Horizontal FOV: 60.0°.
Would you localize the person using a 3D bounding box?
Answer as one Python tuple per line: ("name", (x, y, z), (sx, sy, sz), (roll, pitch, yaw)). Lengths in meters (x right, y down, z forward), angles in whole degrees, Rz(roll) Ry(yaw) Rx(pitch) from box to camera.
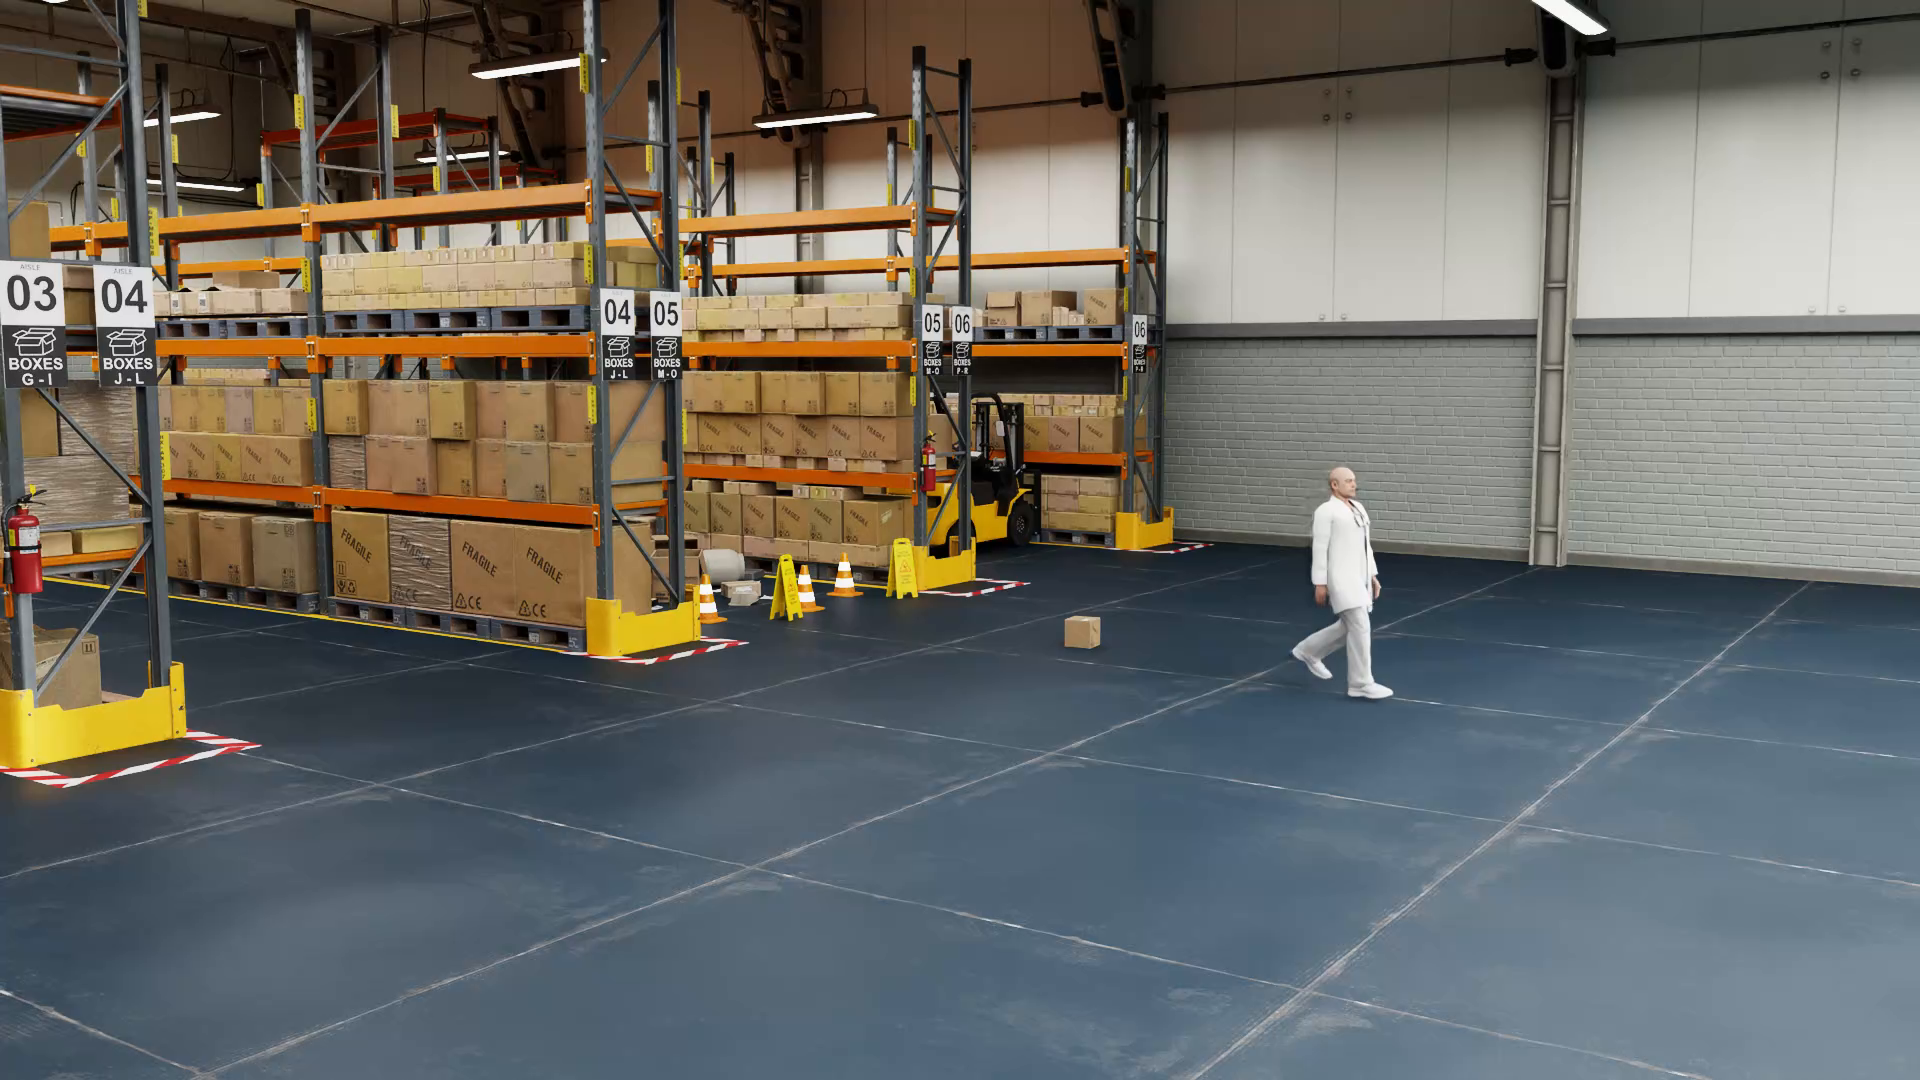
("person", (2.968, 0.307, 12.872), (0.980, 1.747, 0.568), (6, 9, 44))
